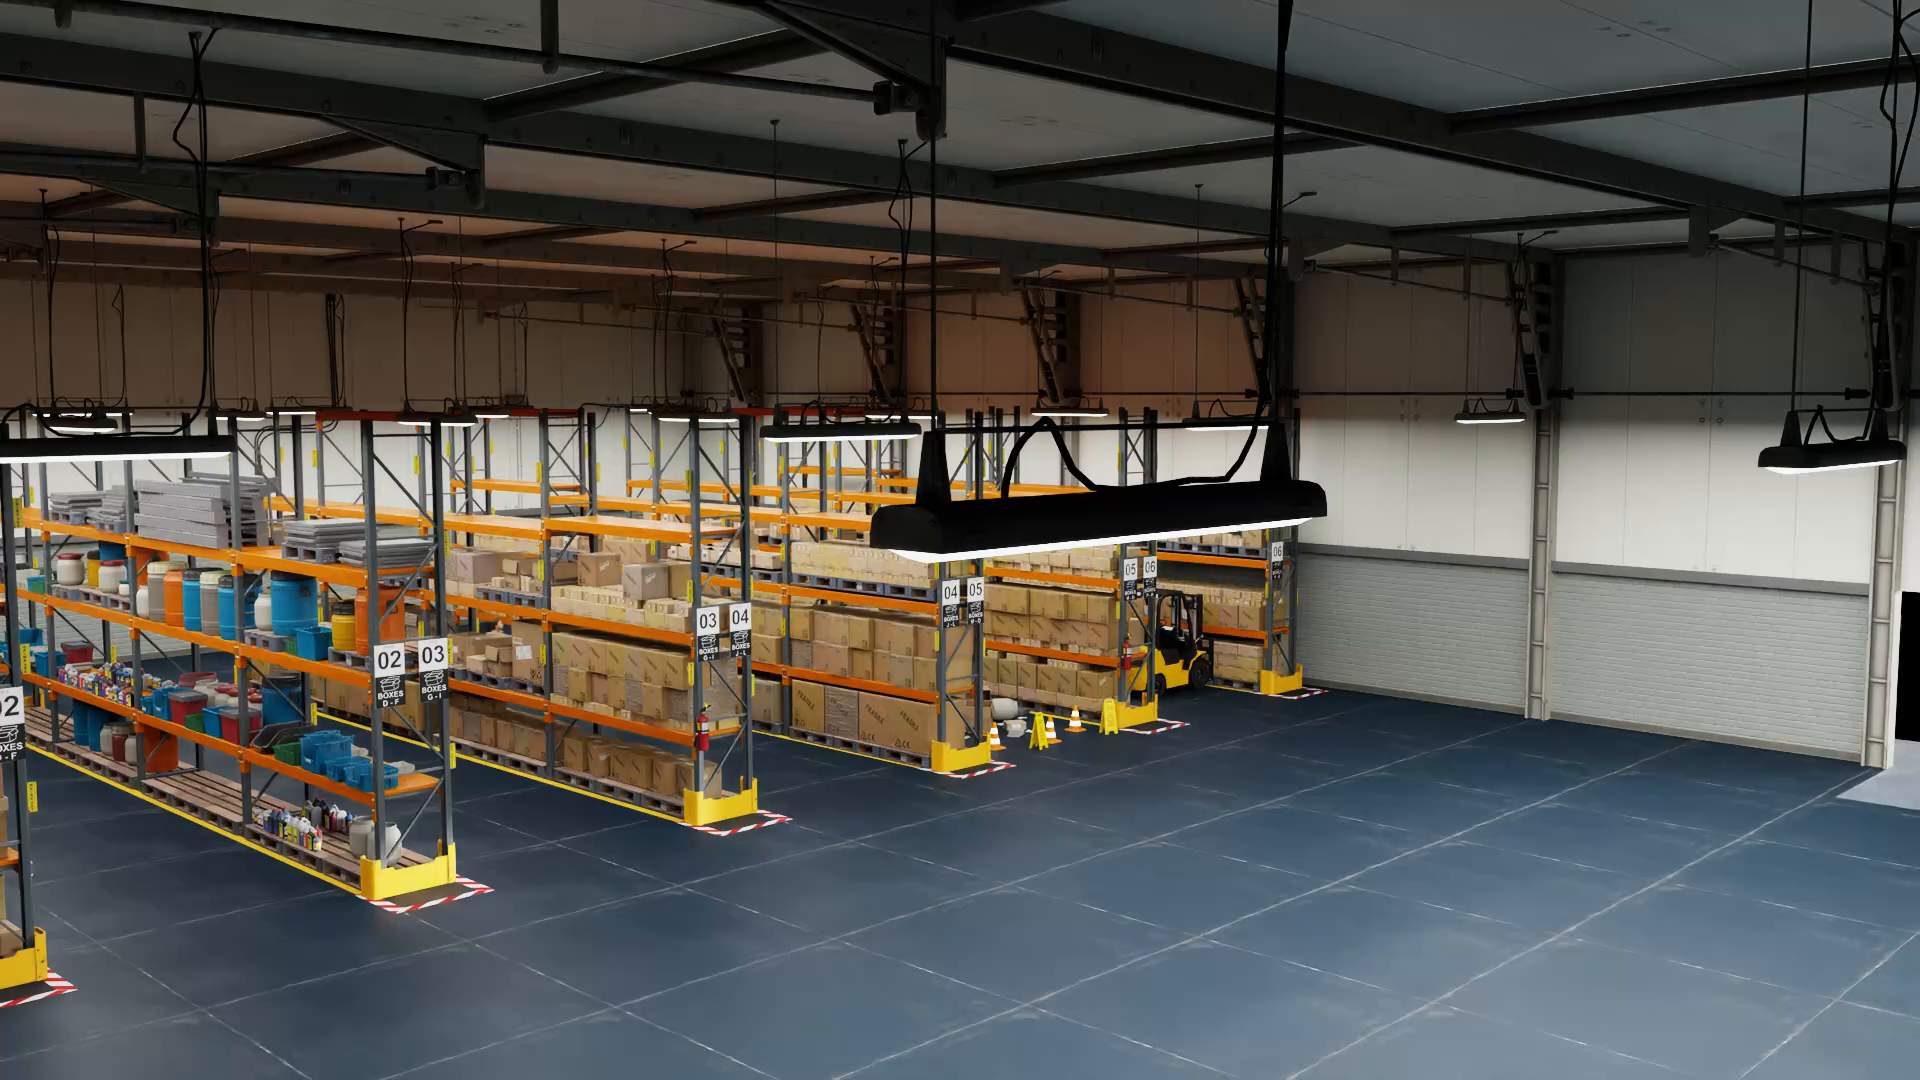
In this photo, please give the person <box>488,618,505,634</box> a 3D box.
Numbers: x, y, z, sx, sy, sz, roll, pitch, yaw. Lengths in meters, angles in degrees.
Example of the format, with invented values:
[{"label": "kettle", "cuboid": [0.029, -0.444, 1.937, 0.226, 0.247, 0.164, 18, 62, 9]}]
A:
[{"label": "person", "cuboid": [-9.657, 2.454, 34.710, 0.982, 1.649, 0.609, 5, 7, 44]}]
